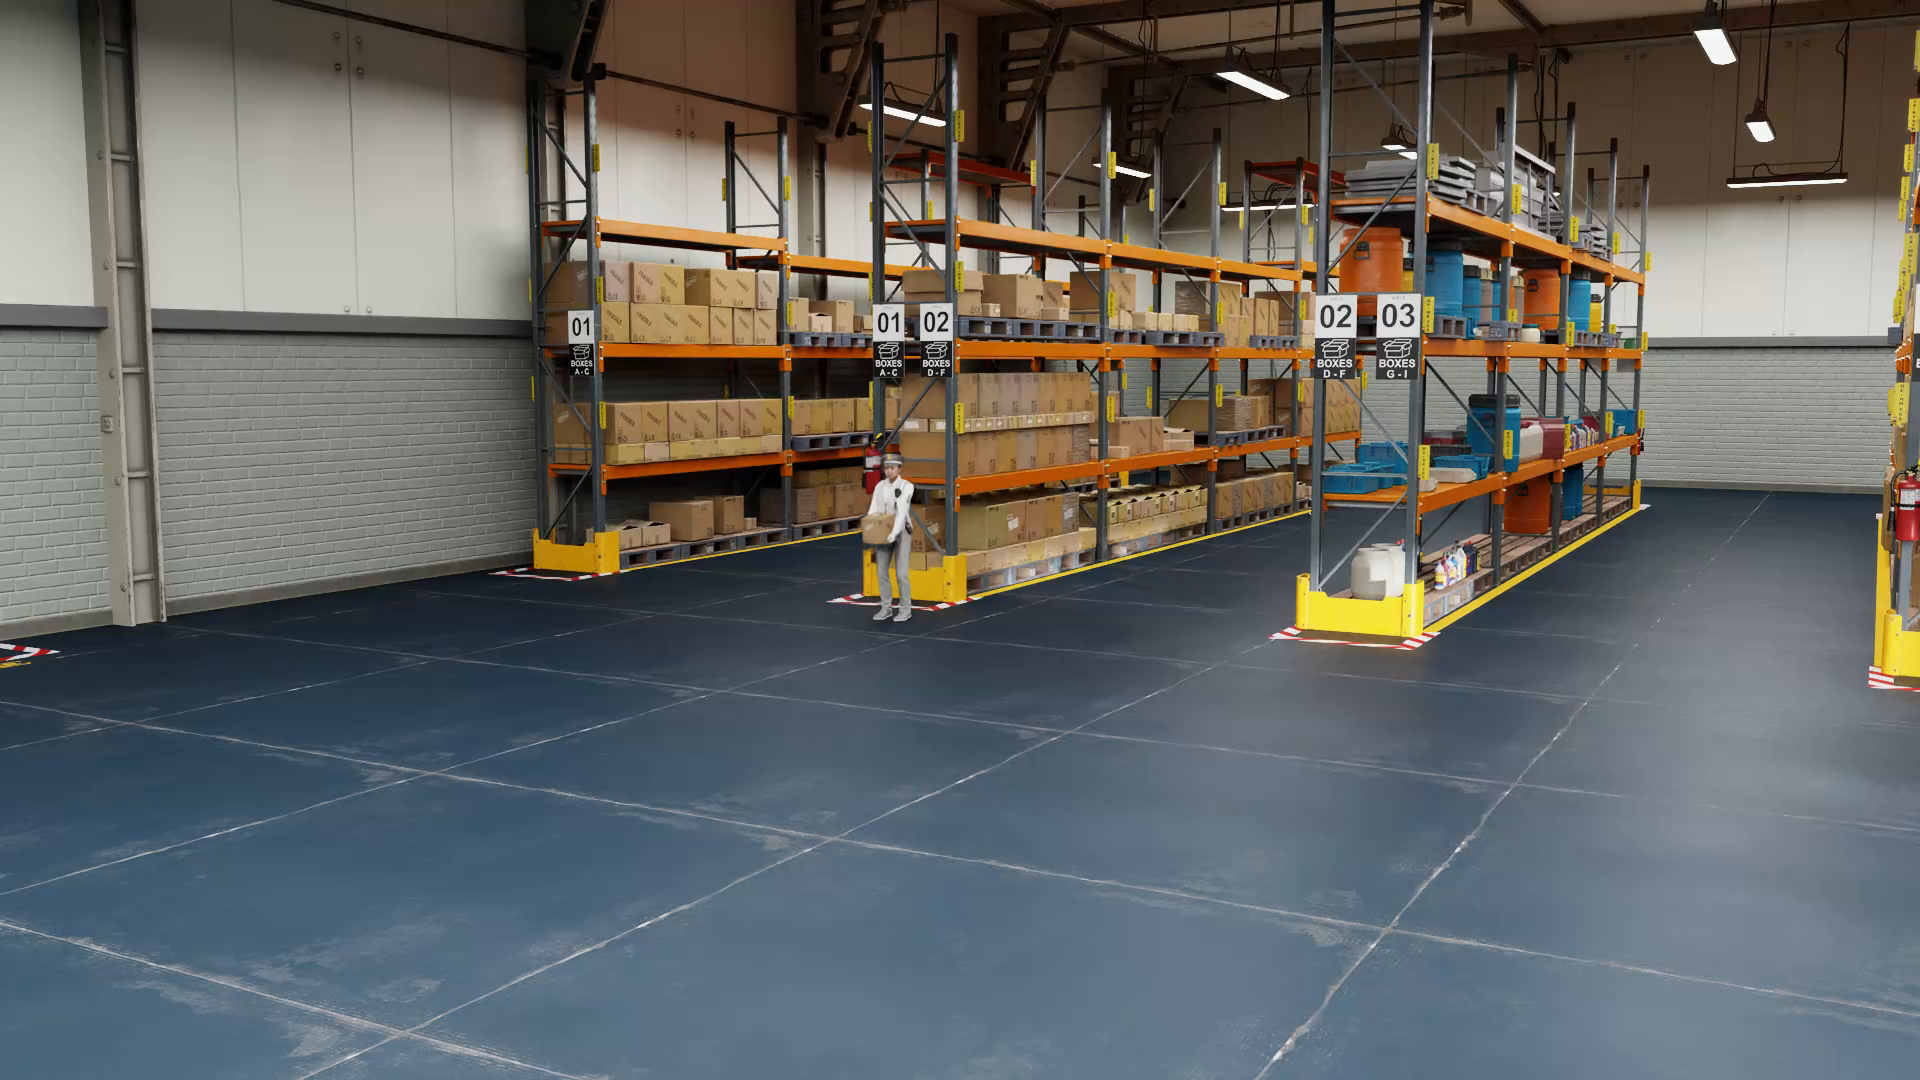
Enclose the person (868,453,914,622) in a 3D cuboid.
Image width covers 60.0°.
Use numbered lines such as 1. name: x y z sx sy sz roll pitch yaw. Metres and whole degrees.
1. person: -0.696 -0.026 16.567 0.417 1.682 0.528 3 7 27
